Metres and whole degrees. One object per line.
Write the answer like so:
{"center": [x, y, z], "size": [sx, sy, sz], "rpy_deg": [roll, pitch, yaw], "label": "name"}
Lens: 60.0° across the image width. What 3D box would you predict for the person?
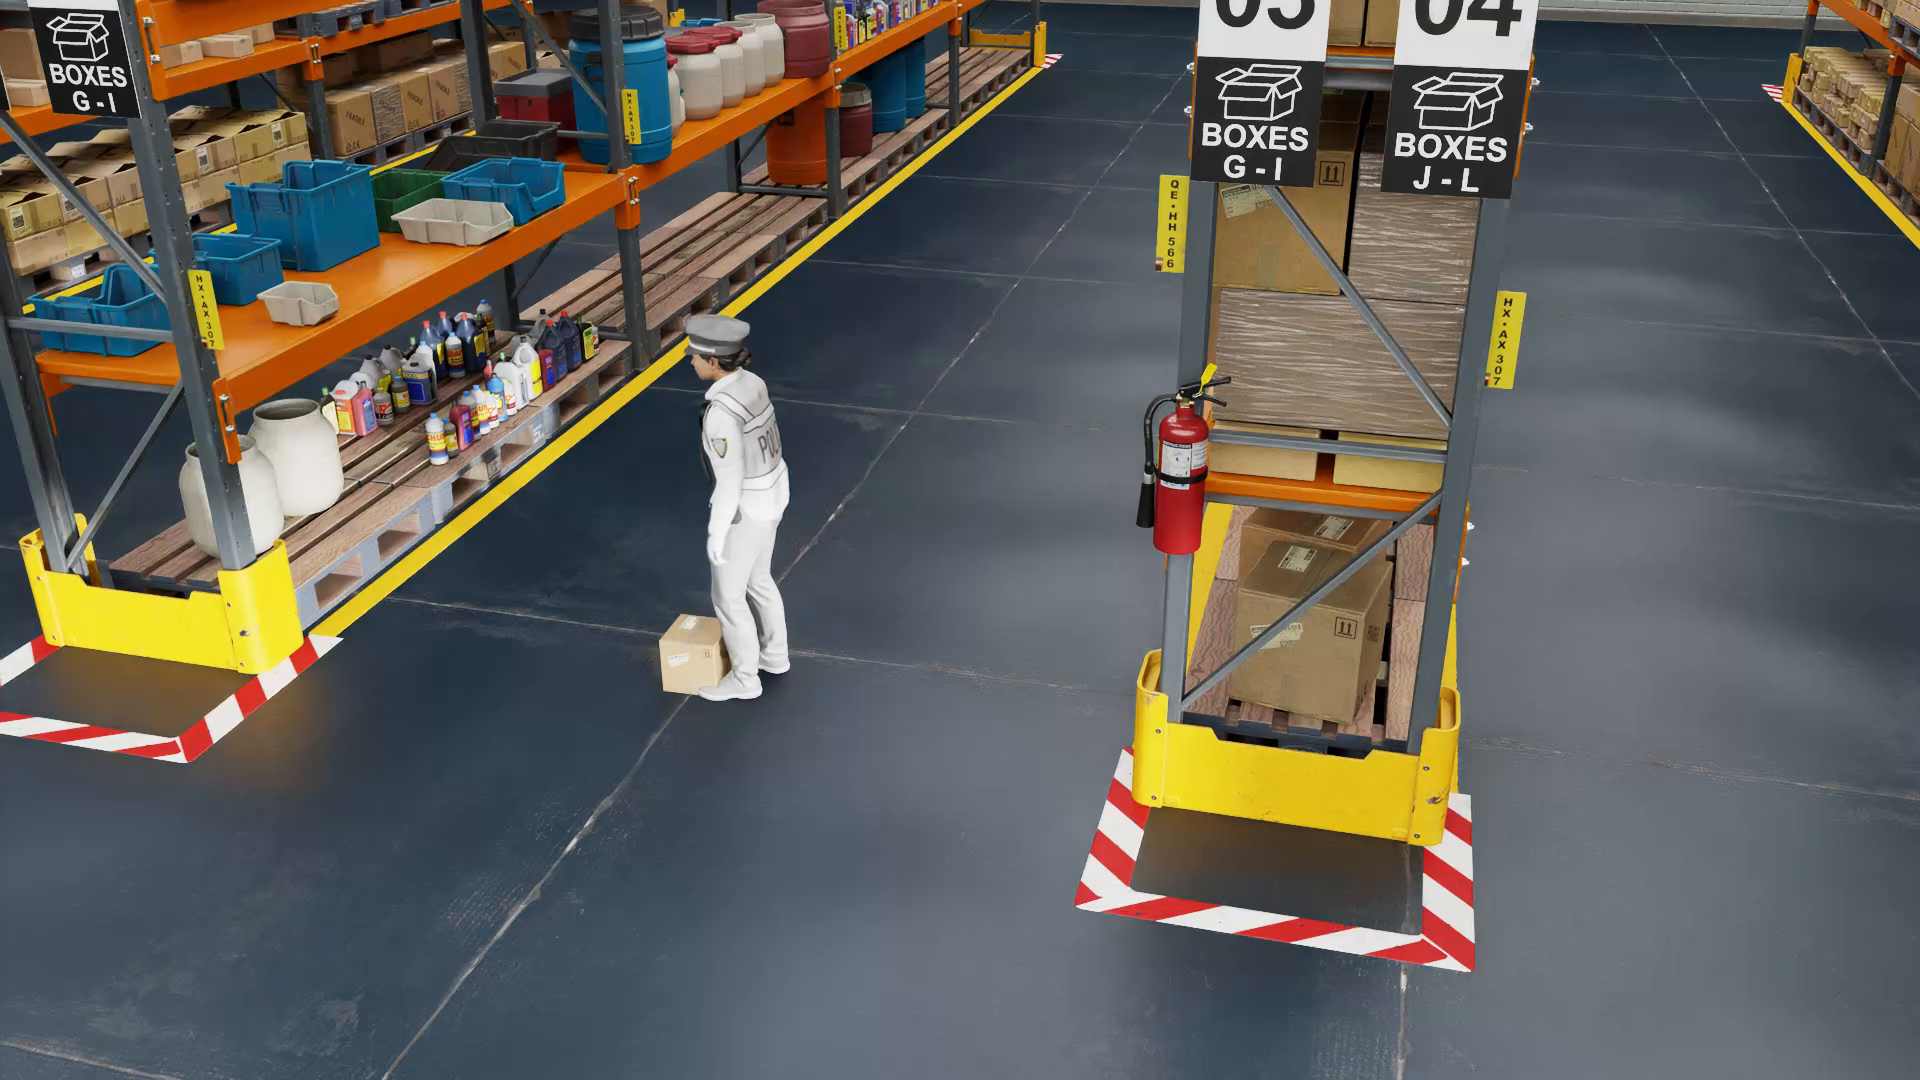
{"center": [-0.918, -0.115, 6.843], "size": [0.408, 1.667, 0.547], "rpy_deg": [5, 26, 10], "label": "person"}
